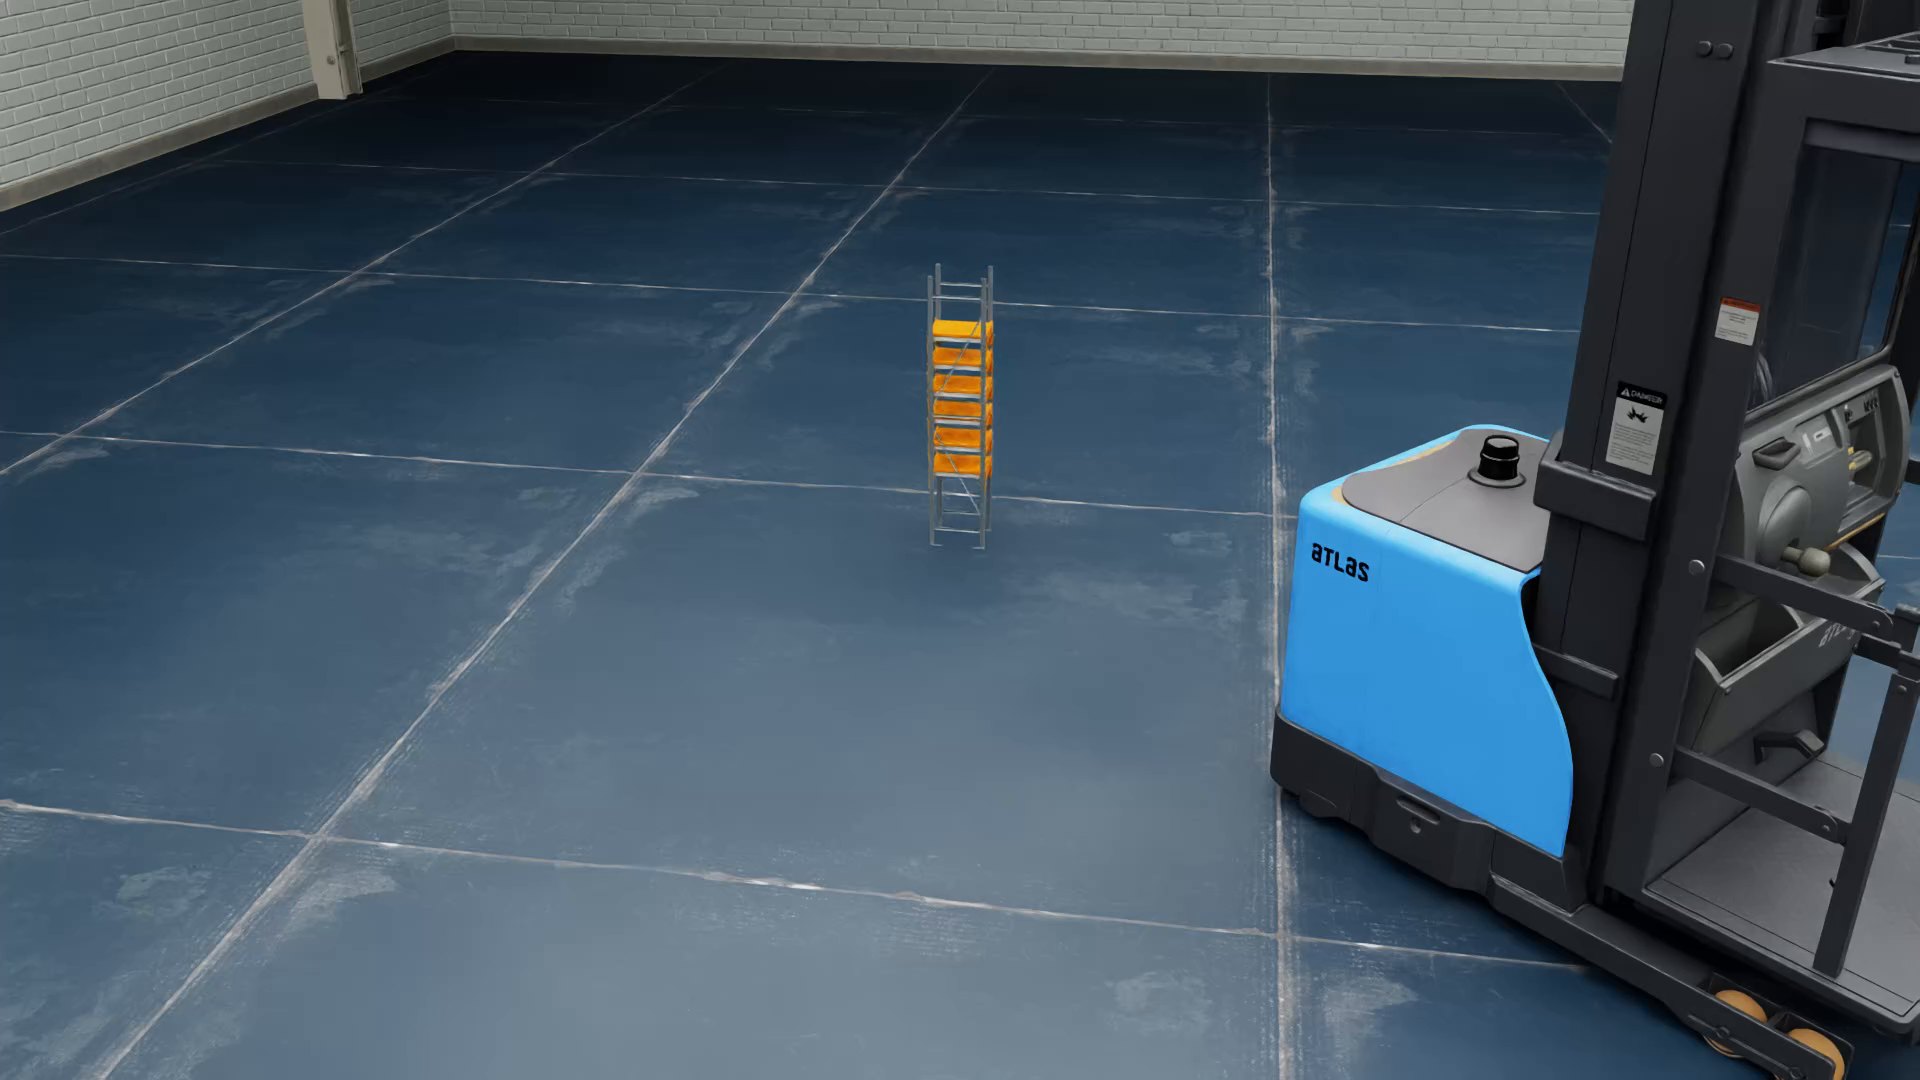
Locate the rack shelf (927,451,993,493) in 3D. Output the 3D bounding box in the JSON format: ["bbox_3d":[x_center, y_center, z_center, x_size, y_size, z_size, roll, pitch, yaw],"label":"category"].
[{"bbox_3d":[0.002,-0.292,7.129,0.258,0.103,0.180,4,25,9],"label":"rack shelf"}]

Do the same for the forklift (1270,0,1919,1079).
[{"bbox_3d":[2.351,-0.155,4.123,1.130,2.935,3.031,-20,32,-36],"label":"forklift"}]

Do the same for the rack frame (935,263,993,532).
[{"bbox_3d":[0.017,-0.588,7.090,0.240,1.200,0.006,4,25,9],"label":"rack frame"}]

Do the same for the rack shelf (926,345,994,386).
[{"bbox_3d":[0.002,-0.727,6.926,0.258,0.103,0.180,4,25,9],"label":"rack shelf"}]

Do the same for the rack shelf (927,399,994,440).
[{"bbox_3d":[0.002,-0.509,7.027,0.258,0.103,0.180,4,25,9],"label":"rack shelf"}]

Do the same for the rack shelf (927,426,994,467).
[{"bbox_3d":[0.002,-0.401,7.078,0.258,0.103,0.180,4,25,9],"label":"rack shelf"}]

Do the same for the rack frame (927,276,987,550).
[{"bbox_3d":[-0.013,-0.511,6.927,0.240,1.200,0.006,4,25,9],"label":"rack frame"}]

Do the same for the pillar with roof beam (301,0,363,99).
[{"bbox_3d":[-2.056,-8.296,14.360,9.100,9.000,0.400,4,25,9],"label":"pillar with roof beam"}]

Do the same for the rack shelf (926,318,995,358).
[{"bbox_3d":[0.002,-0.835,6.875,0.258,0.103,0.180,4,25,9],"label":"rack shelf"}]

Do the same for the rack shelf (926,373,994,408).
[{"bbox_3d":[0.002,-0.618,6.977,0.258,0.103,0.180,4,25,9],"label":"rack shelf"}]

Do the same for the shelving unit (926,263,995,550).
[{"bbox_3d":[0.002,-0.549,7.009,0.258,1.200,0.189,4,25,9],"label":"shelving unit"}]
